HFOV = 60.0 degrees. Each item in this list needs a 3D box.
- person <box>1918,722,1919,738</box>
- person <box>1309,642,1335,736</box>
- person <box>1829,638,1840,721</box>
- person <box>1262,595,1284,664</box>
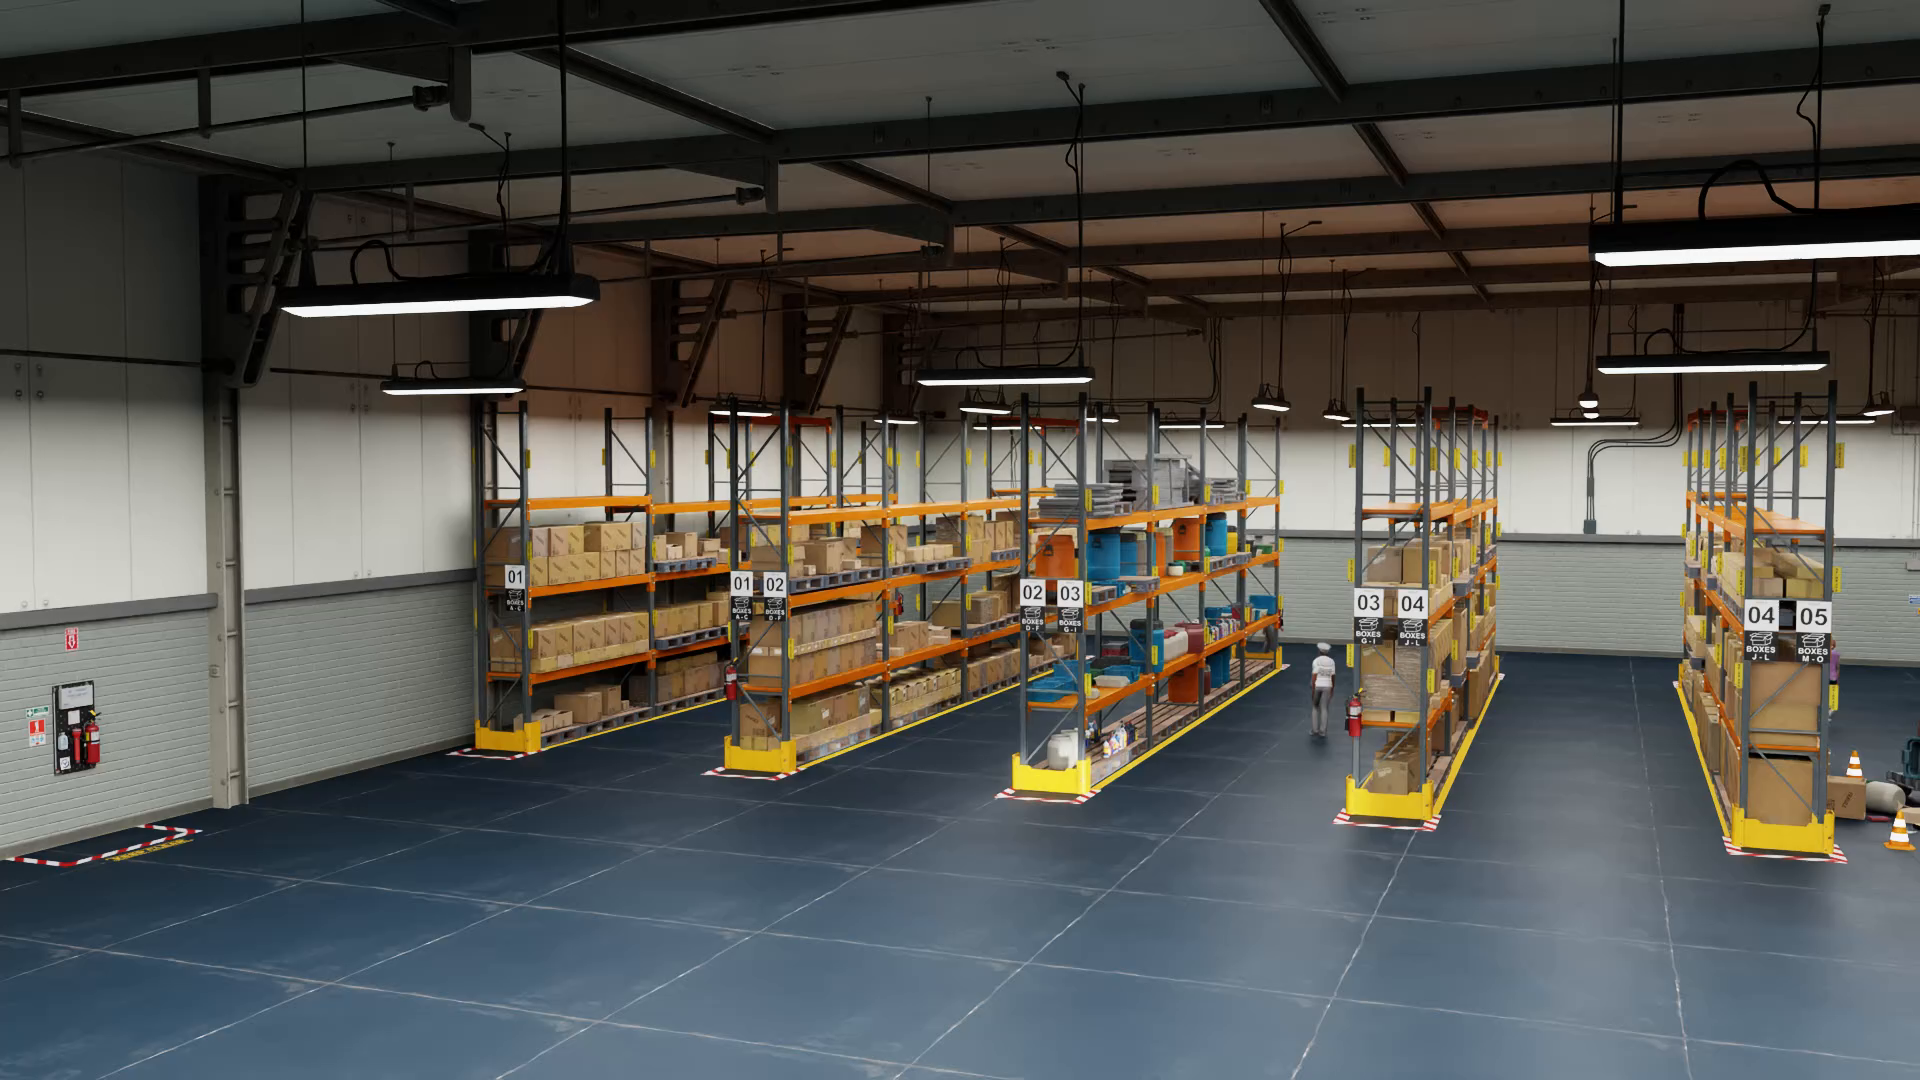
[{"bbox_3d":[15.965,2.869,27.207,0.456,1.708,0.606,0,3,10],"label":"person"},{"bbox_3d":[6.552,2.720,30.081,0.454,1.716,0.687,0,3,9],"label":"person"},{"bbox_3d":[16.511,2.680,31.601,0.478,1.566,0.528,0,3,-2],"label":"person"},{"bbox_3d":[7.710,2.183,40.939,0.662,1.665,0.505,2,3,36],"label":"person"}]
